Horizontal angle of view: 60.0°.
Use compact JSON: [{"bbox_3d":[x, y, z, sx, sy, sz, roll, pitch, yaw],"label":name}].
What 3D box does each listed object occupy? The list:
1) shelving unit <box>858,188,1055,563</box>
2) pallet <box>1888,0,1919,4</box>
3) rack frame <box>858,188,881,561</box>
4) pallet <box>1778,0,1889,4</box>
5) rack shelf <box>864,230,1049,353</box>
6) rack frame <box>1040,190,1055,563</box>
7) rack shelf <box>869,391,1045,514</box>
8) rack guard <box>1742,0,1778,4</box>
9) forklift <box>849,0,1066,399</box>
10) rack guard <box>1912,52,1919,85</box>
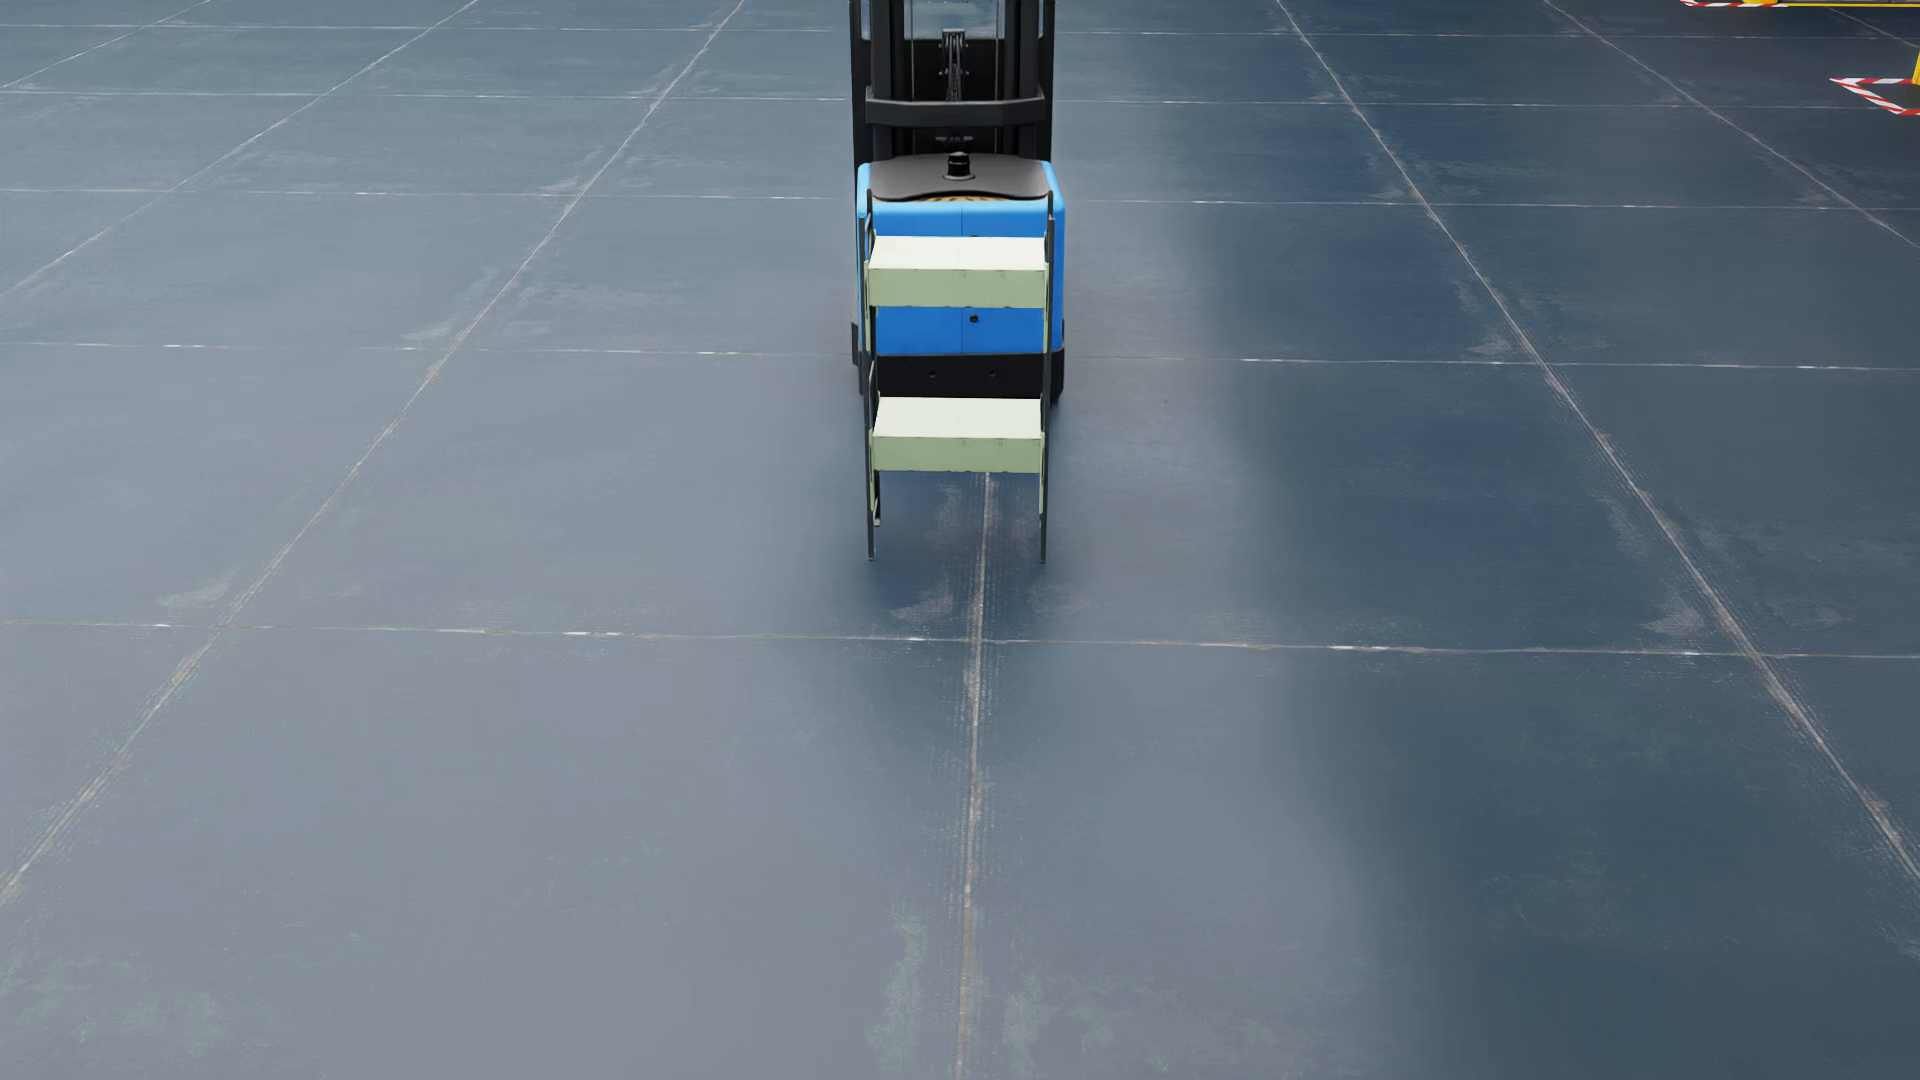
[{"bbox_3d":[-0.007,-0.663,6.899,0.755,1.500,0.431,1,28,2],"label":"shelving unit"},{"bbox_3d":[10.986,-6.293,18.895,1.213,0.211,1.003,1,28,2],"label":"pallet"},{"bbox_3d":[-0.372,-0.669,6.910,0.023,1.500,0.400,1,28,2],"label":"rack frame"},{"bbox_3d":[9.770,-6.314,18.936,1.213,0.211,1.003,1,28,2],"label":"pallet"},{"bbox_3d":[-0.007,-1.008,6.716,0.720,0.370,0.431,1,28,2],"label":"rack shelf"},{"bbox_3d":[0.359,-0.657,6.888,0.023,1.500,0.400,1,28,2],"label":"rack frame"},{"bbox_3d":[-0.007,-0.375,7.052,0.720,0.370,0.431,1,28,2],"label":"rack shelf"},{"bbox_3d":[8.958,-6.458,18.898,0.348,0.500,1.175,1,28,2],"label":"rack guard"},{"bbox_3d":[-0.054,-2.660,9.138,1.130,2.935,3.031,-1,28,-2],"label":"forklift"},{"bbox_3d":[8.782,-4.117,14.483,0.348,0.500,1.175,1,28,2],"label":"rack guard"}]
